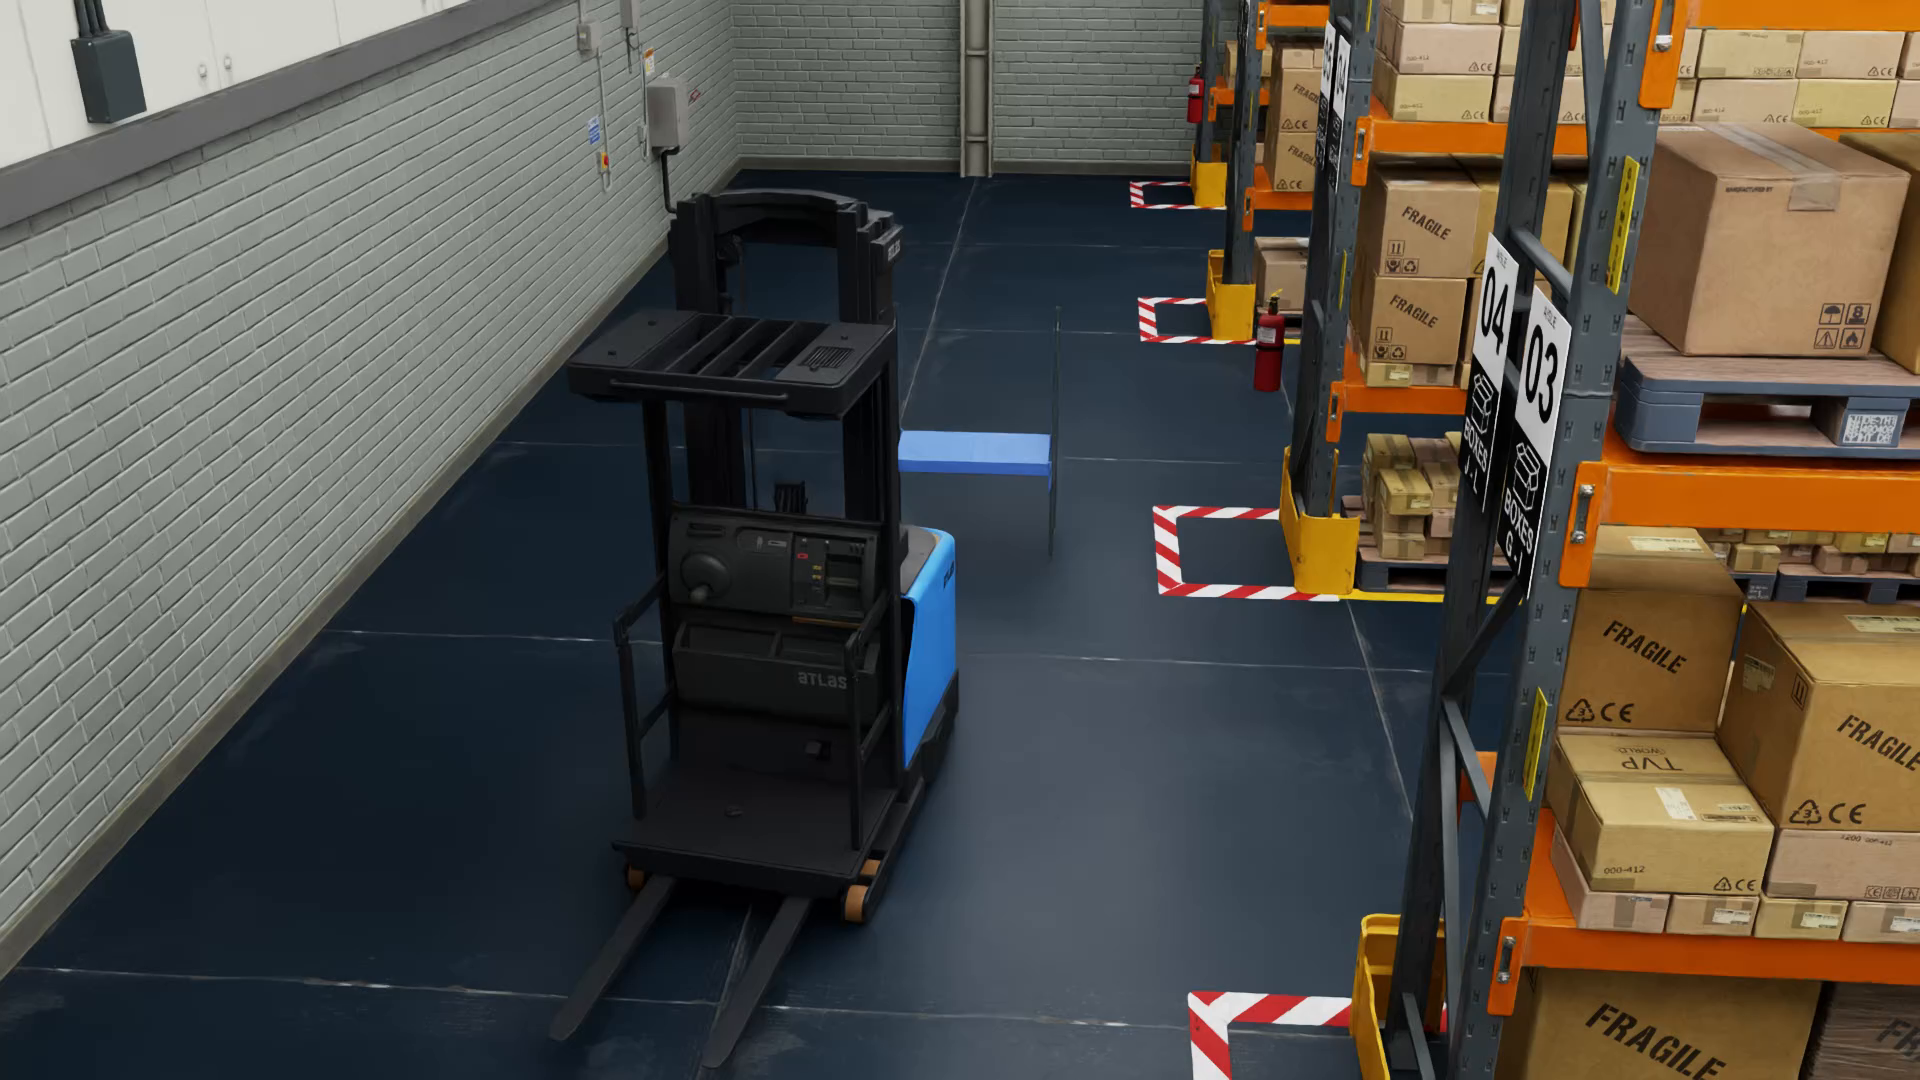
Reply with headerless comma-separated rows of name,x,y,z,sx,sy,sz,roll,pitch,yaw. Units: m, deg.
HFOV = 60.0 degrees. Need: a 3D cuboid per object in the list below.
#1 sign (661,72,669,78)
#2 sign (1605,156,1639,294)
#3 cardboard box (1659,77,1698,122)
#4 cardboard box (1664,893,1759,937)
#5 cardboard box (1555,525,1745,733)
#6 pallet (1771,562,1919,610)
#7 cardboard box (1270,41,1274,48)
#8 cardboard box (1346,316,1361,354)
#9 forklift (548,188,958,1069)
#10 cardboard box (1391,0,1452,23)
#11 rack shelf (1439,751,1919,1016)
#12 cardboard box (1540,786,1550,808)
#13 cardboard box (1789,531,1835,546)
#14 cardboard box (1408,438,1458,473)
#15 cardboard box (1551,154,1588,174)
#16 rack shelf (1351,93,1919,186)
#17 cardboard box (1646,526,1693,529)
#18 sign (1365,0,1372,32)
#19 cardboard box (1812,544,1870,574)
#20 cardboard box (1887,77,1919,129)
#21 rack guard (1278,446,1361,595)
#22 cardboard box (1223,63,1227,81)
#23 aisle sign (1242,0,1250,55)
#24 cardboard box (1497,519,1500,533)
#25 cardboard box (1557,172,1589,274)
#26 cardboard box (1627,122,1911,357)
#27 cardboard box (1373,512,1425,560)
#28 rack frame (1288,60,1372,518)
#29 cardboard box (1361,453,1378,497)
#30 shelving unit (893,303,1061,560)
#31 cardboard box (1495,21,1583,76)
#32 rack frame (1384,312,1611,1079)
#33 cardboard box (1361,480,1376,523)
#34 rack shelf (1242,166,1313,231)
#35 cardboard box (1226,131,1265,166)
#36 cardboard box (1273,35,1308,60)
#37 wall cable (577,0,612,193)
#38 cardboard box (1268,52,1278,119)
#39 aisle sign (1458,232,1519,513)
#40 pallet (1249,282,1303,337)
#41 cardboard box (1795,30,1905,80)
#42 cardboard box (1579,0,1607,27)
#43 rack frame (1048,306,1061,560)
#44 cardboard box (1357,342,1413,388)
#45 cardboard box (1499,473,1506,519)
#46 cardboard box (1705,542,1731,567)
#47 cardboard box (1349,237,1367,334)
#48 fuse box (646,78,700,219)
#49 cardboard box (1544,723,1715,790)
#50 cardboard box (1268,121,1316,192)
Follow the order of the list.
sign,-3.035,-4.558,17.181,0.001,0.494,0.329,2,25,4
sign,1.644,-0.781,4.131,0.005,0.325,0.100,2,25,4
cardboard box,3.640,-2.425,9.022,0.500,0.250,0.500,1,25,2
cardboard box,2.277,1.054,5.172,0.250,0.149,0.380,1,25,3
cardboard box,2.198,0.282,5.476,0.500,0.500,0.500,2,25,5
pallet,5.489,0.107,10.264,1.213,0.211,1.003,2,25,4
cardboard box,3.820,-5.562,19.073,0.500,0.250,0.500,2,25,4
cardboard box,2.519,-1.274,10.231,0.250,0.149,0.380,2,25,4
forklift,-0.854,0.144,6.932,1.130,2.935,3.031,6,25,12
cardboard box,2.478,-2.878,8.933,0.250,0.149,0.380,2,25,4
rack shelf,3.686,1.174,5.471,4.000,0.370,1.077,2,25,4
cardboard box,2.072,0.772,5.785,0.250,0.149,0.380,2,25,5
cardboard box,5.041,-0.115,9.963,0.250,0.149,0.380,2,25,4
cardboard box,2.966,-0.503,10.452,0.250,0.149,0.380,2,25,5
cardboard box,3.672,-1.975,9.783,0.500,0.500,0.500,3,25,7
rack shelf,4.167,-2.253,9.329,4.000,0.370,1.077,2,25,4
cardboard box,4.257,-0.158,10.057,0.250,0.149,0.380,3,25,6
sign,2.131,-2.814,8.644,0.005,0.325,0.100,2,25,4
cardboard box,5.223,0.056,9.947,0.250,0.149,0.380,1,25,2
cardboard box,5.154,-2.371,8.906,0.500,0.250,0.500,2,25,4
rack guard,2.248,-0.143,10.462,0.348,0.500,1.175,2,25,4
cardboard box,3.178,-5.403,19.204,0.250,0.149,0.380,2,25,3
aisle sign,2.357,-4.410,13.635,0.004,0.787,0.394,2,25,4
cardboard box,3.195,-0.185,10.115,0.250,0.149,0.380,2,25,5
cardboard box,3.621,-1.751,9.296,0.500,0.500,0.500,1,25,3
cardboard box,2.215,-0.867,4.715,0.500,0.500,0.700,0,25,1
cardboard box,2.671,-0.026,10.127,0.250,0.149,0.380,2,25,5
rack frame,2.173,-1.281,9.945,0.127,3.000,1.000,2,25,4
cardboard box,2.721,-0.414,10.613,0.250,0.149,0.380,1,25,3
shelving unit,0.085,-0.679,10.431,1.048,1.500,0.538,2,25,4
cardboard box,3.111,-2.664,8.944,0.500,0.250,0.500,2,25,3
rack frame,1.692,0.783,5.459,0.127,3.000,1.000,2,25,4
cardboard box,2.713,-0.247,10.605,0.250,0.149,0.380,2,25,5
rack shelf,4.445,-2.956,14.447,4.000,0.370,1.077,2,25,4
cardboard box,3.430,-4.414,19.238,0.637,0.503,0.797,1,25,2
cardboard box,2.824,-4.213,14.227,0.250,0.149,0.380,2,25,5
wall cable,-3.173,-3.994,14.588,0.123,1.953,0.585,2,25,4
cardboard box,2.950,-3.931,14.388,0.500,0.500,0.500,3,25,6
aisle sign,1.643,-0.525,5.193,0.004,0.787,0.394,2,25,4
pallet,3.254,-2.087,15.034,1.213,0.211,1.003,2,25,4
cardboard box,4.643,-2.619,8.847,0.500,0.250,0.500,3,25,6
cardboard box,3.238,-2.815,8.796,0.250,0.149,0.380,2,25,5
rack frame,0.592,-0.662,10.395,0.032,1.500,0.500,2,25,4
cardboard box,2.471,-1.020,9.678,0.250,0.149,0.380,2,25,4
cardboard box,3.195,-0.268,9.941,0.250,0.149,0.380,2,25,4
cardboard box,4.457,0.012,10.045,0.250,0.149,0.380,2,25,5
cardboard box,2.640,-1.554,10.064,0.500,0.500,0.500,2,25,5
fuse box,-2.867,-3.803,16.969,0.414,1.711,0.539,2,25,4
cardboard box,2.196,0.621,5.635,0.500,0.250,0.500,1,25,3
cardboard box,2.907,-3.258,14.121,0.500,0.500,0.500,2,25,4
